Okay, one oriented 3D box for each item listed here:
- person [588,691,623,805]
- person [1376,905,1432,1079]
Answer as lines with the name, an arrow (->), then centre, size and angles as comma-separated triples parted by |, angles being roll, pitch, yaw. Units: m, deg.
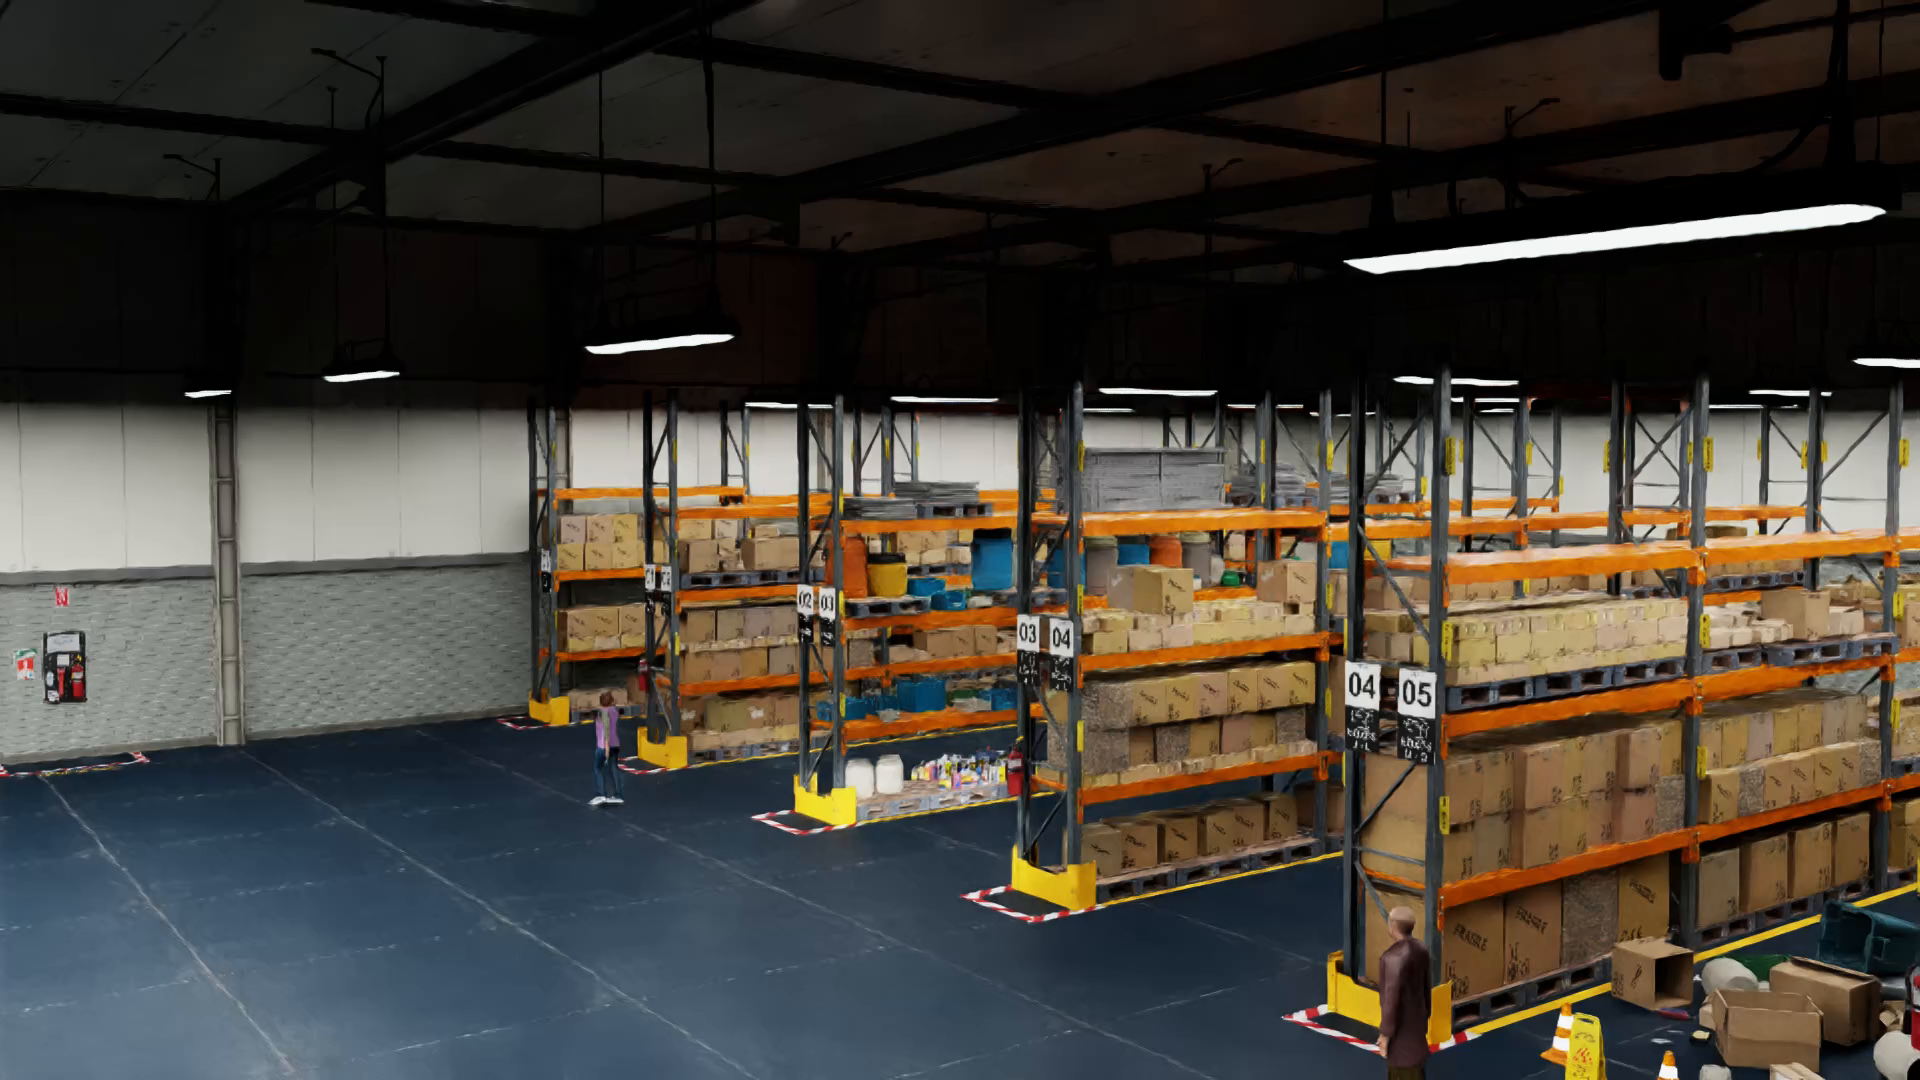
person -> -4.991, 2.985, 23.727 | 0.462, 1.566, 0.509 | 1, 4, 23
person -> 3.222, 3.554, 12.173 | 0.681, 1.774, 0.700 | 2, 4, 34
